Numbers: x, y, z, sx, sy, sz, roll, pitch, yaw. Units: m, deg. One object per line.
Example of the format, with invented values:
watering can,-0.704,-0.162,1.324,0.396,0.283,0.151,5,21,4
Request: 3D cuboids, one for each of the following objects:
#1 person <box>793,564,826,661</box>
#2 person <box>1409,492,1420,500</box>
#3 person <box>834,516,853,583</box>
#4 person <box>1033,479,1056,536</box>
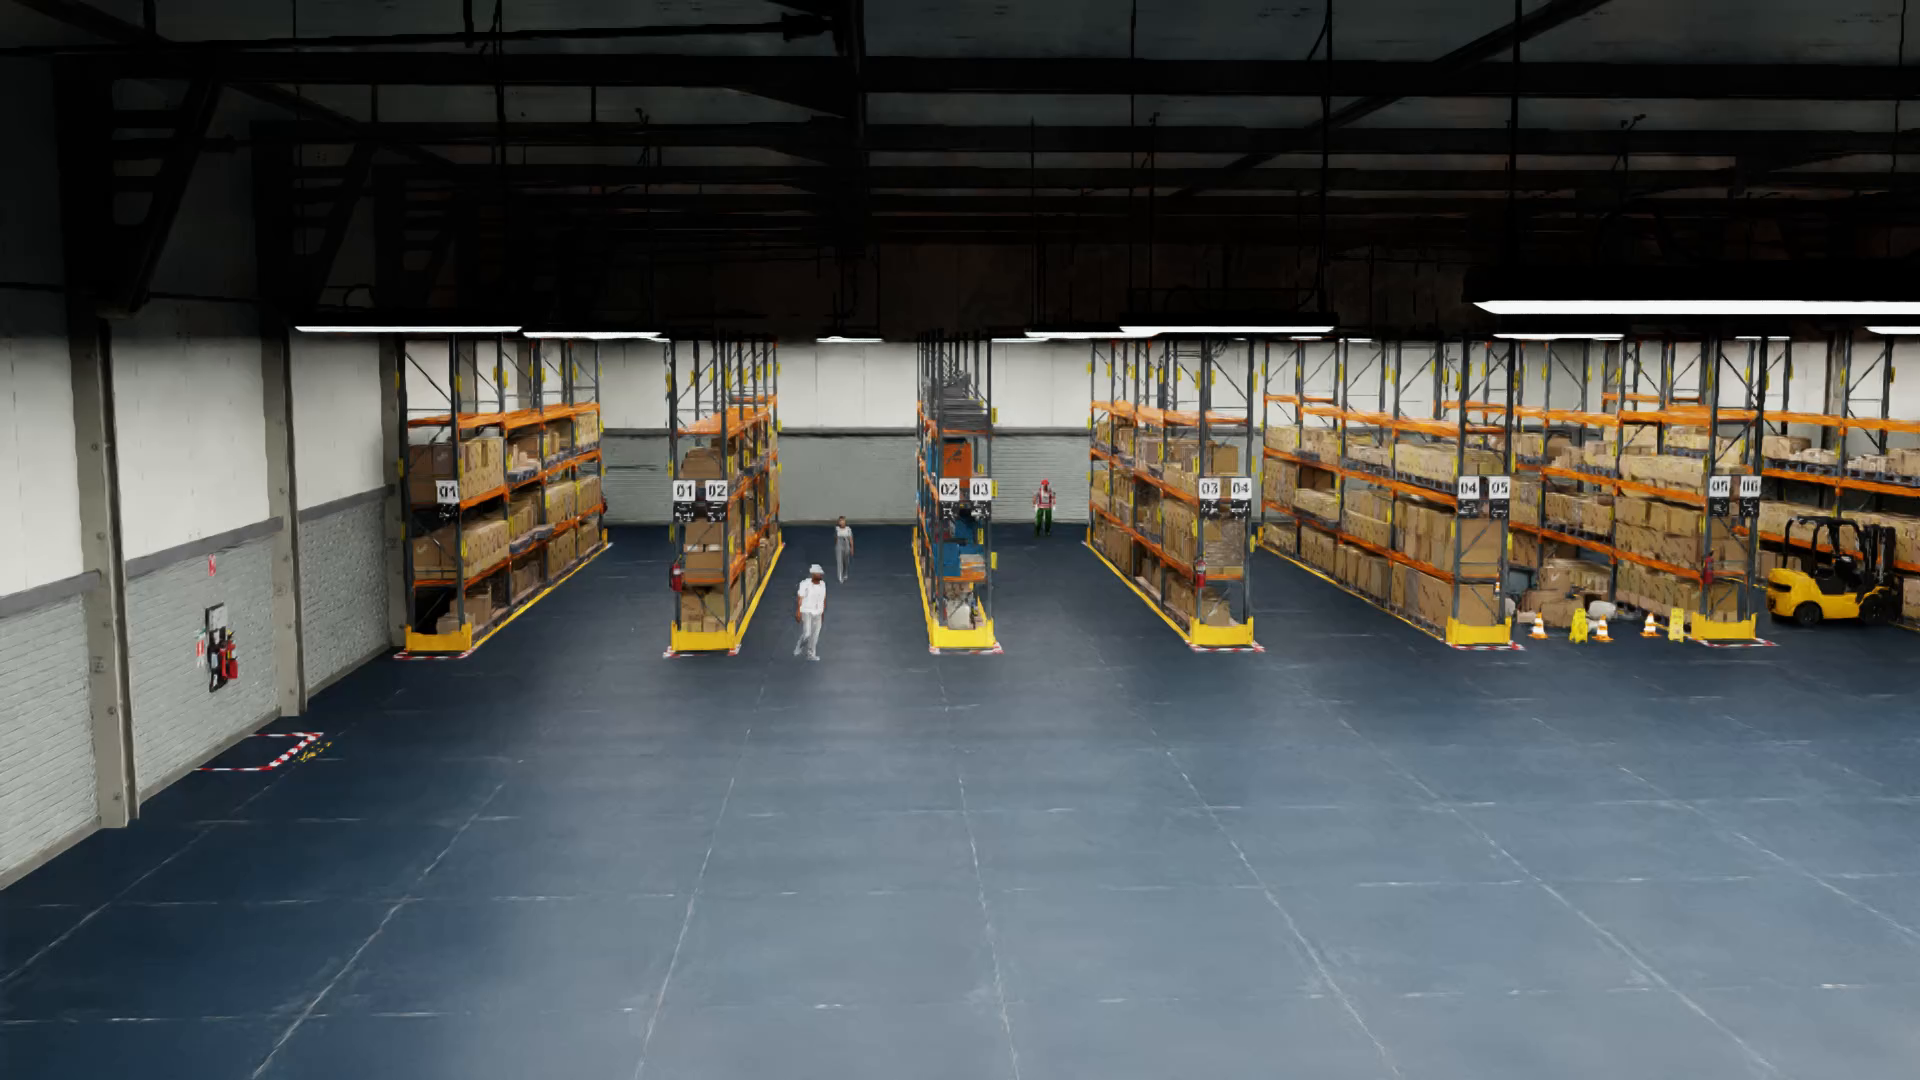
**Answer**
person,-2.708,1.308,30.146,0.616,1.760,0.571,-5,9,-39
person,12.641,-0.698,46.615,0.556,1.725,0.663,4,8,27
person,-2.794,0.211,39.971,0.455,1.612,1.010,0,7,-4
person,2.507,-0.959,49.451,0.677,1.742,0.552,-1,7,-4
